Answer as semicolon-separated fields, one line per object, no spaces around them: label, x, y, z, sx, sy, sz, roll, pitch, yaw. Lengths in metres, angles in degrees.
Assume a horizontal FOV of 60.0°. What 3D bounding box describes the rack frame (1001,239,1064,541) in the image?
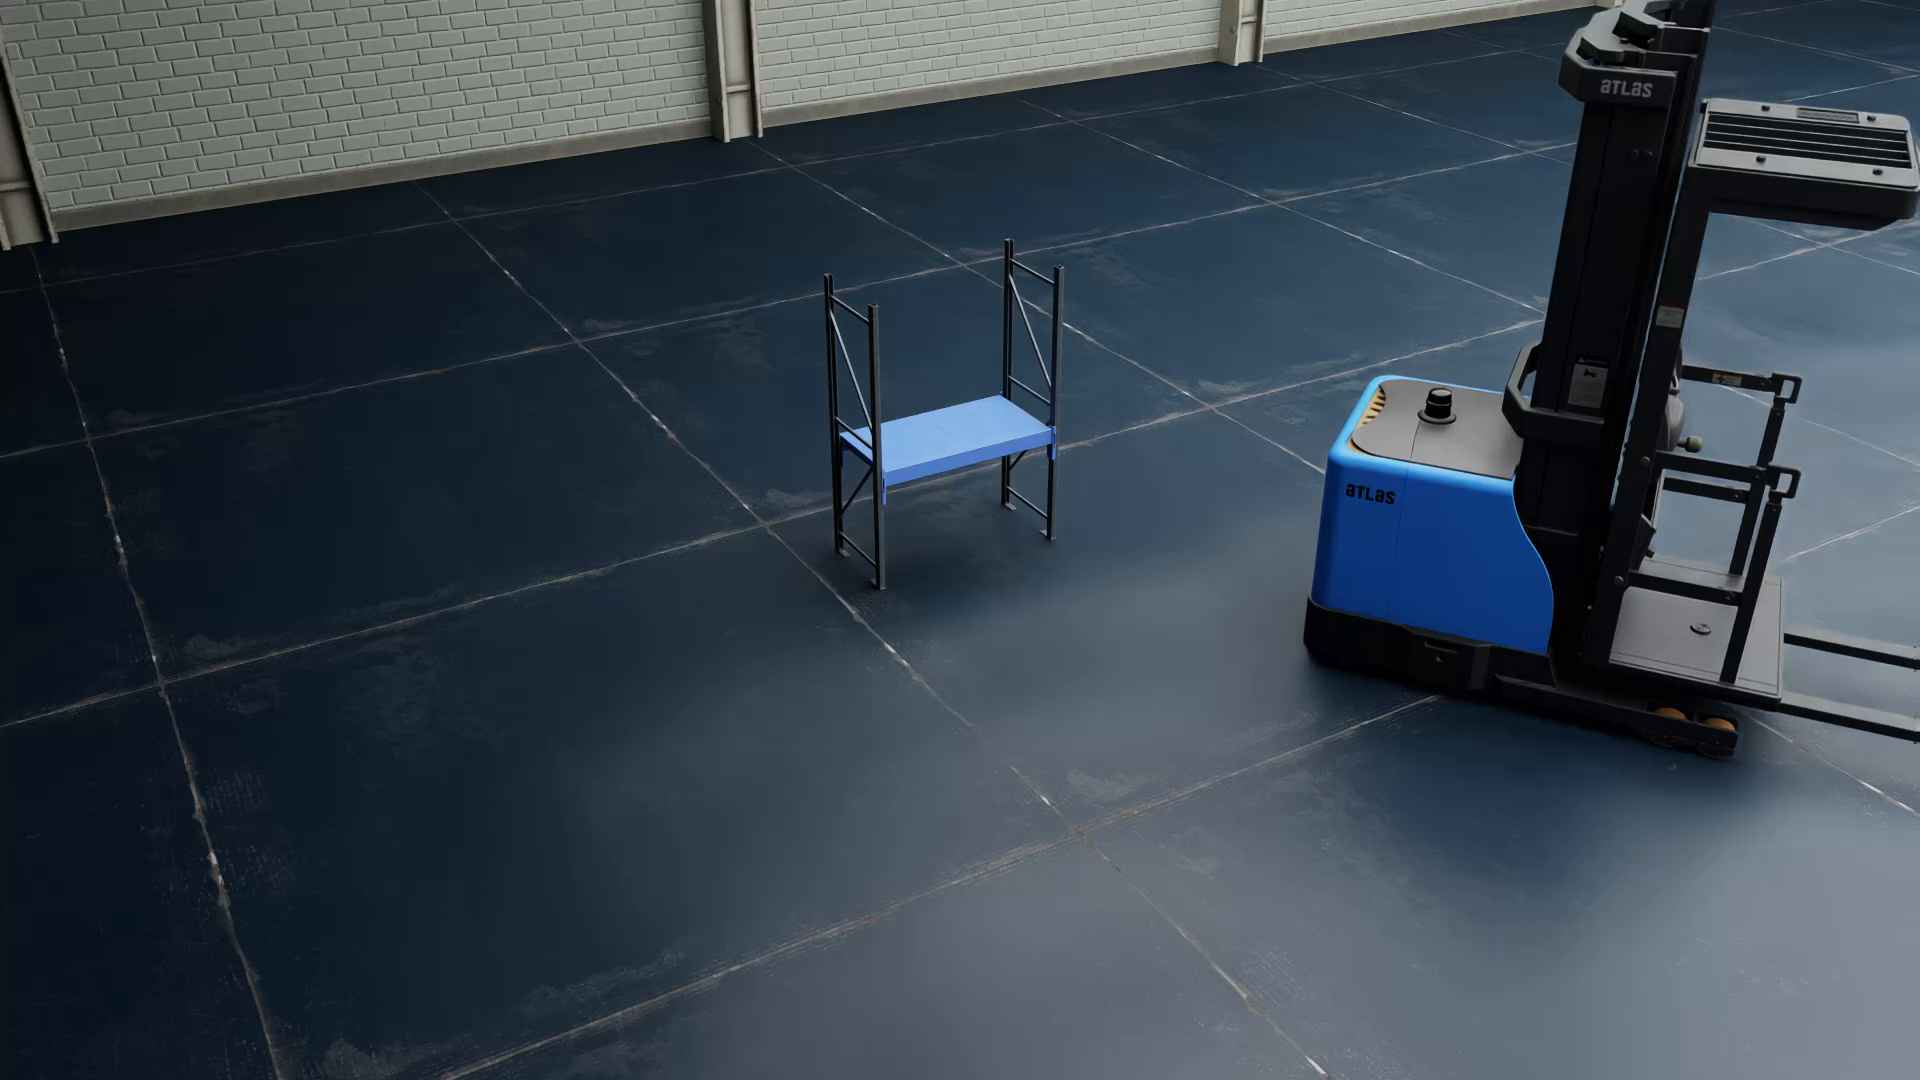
rack frame;0.365;-0.760;8.575;0.032;1.500;0.500;-16;33;-26

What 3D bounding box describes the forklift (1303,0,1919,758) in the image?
forklift;3.161;-0.649;6.893;3.031;2.935;1.130;12;31;21

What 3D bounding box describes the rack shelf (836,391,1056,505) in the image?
rack shelf;-0.074;-0.478;8.437;1.000;0.185;0.538;-16;33;-26

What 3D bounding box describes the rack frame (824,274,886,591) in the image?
rack frame;-0.512;-0.511;8.124;0.032;1.500;0.500;-16;33;-26

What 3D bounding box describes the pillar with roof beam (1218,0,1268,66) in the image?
pillar with roof beam;5.260;-7.421;12.883;0.400;9.000;9.100;-16;33;-26

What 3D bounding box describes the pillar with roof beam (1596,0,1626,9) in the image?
pillar with roof beam;10.433;-8.890;15.545;0.400;9.000;9.100;-16;33;-26

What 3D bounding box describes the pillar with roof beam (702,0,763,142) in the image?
pillar with roof beam;0.087;-5.952;10.222;0.400;9.000;9.100;-16;33;-26

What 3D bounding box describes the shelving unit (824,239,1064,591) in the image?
shelving unit;-0.074;-0.636;8.350;1.048;1.500;0.538;-16;33;-26

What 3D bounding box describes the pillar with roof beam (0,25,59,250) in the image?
pillar with roof beam;-5.087;-4.484;7.561;0.400;9.000;9.100;-16;33;-26
